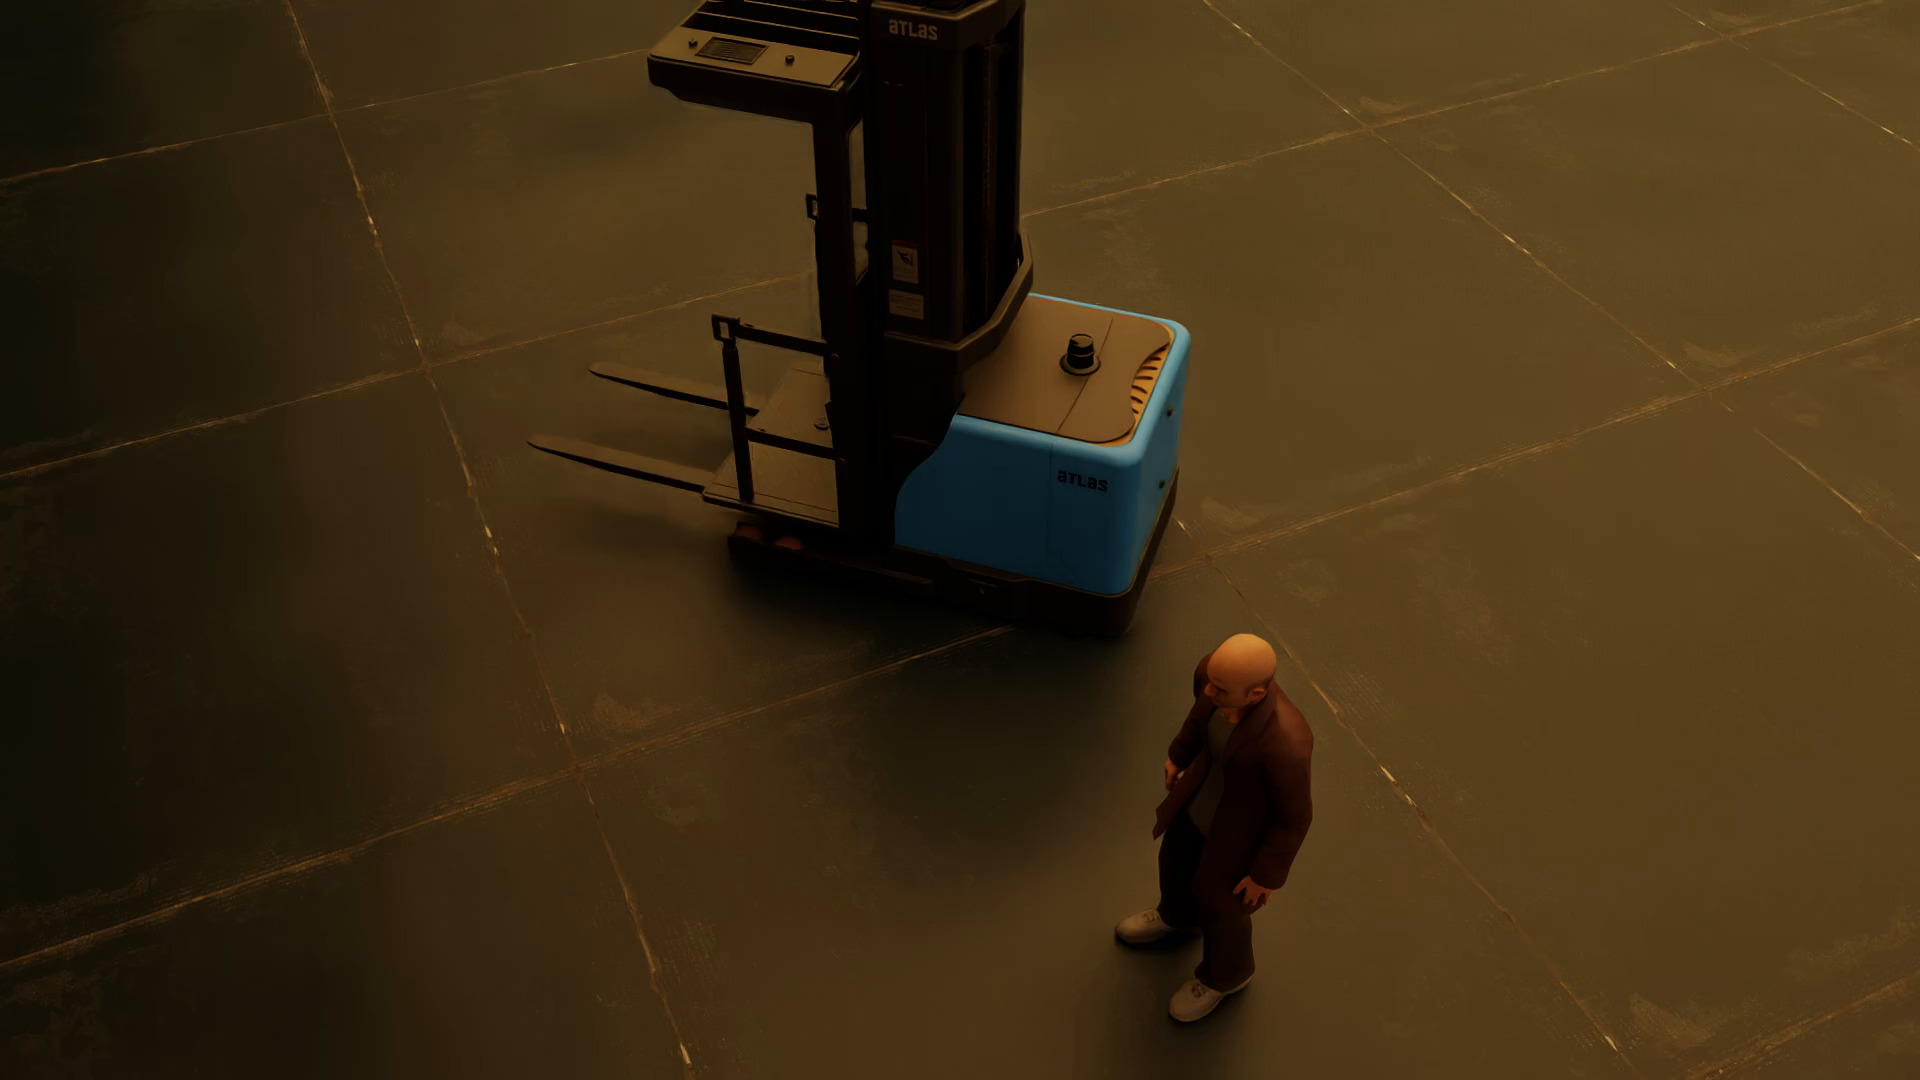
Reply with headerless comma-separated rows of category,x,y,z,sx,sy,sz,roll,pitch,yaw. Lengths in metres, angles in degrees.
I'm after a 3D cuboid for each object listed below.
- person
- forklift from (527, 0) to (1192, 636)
person,0.873,0.925,5.538,0.438,1.772,0.659,-16,45,-17
forklift,-0.547,-1.256,7.026,3.031,2.935,1.130,13,45,14
